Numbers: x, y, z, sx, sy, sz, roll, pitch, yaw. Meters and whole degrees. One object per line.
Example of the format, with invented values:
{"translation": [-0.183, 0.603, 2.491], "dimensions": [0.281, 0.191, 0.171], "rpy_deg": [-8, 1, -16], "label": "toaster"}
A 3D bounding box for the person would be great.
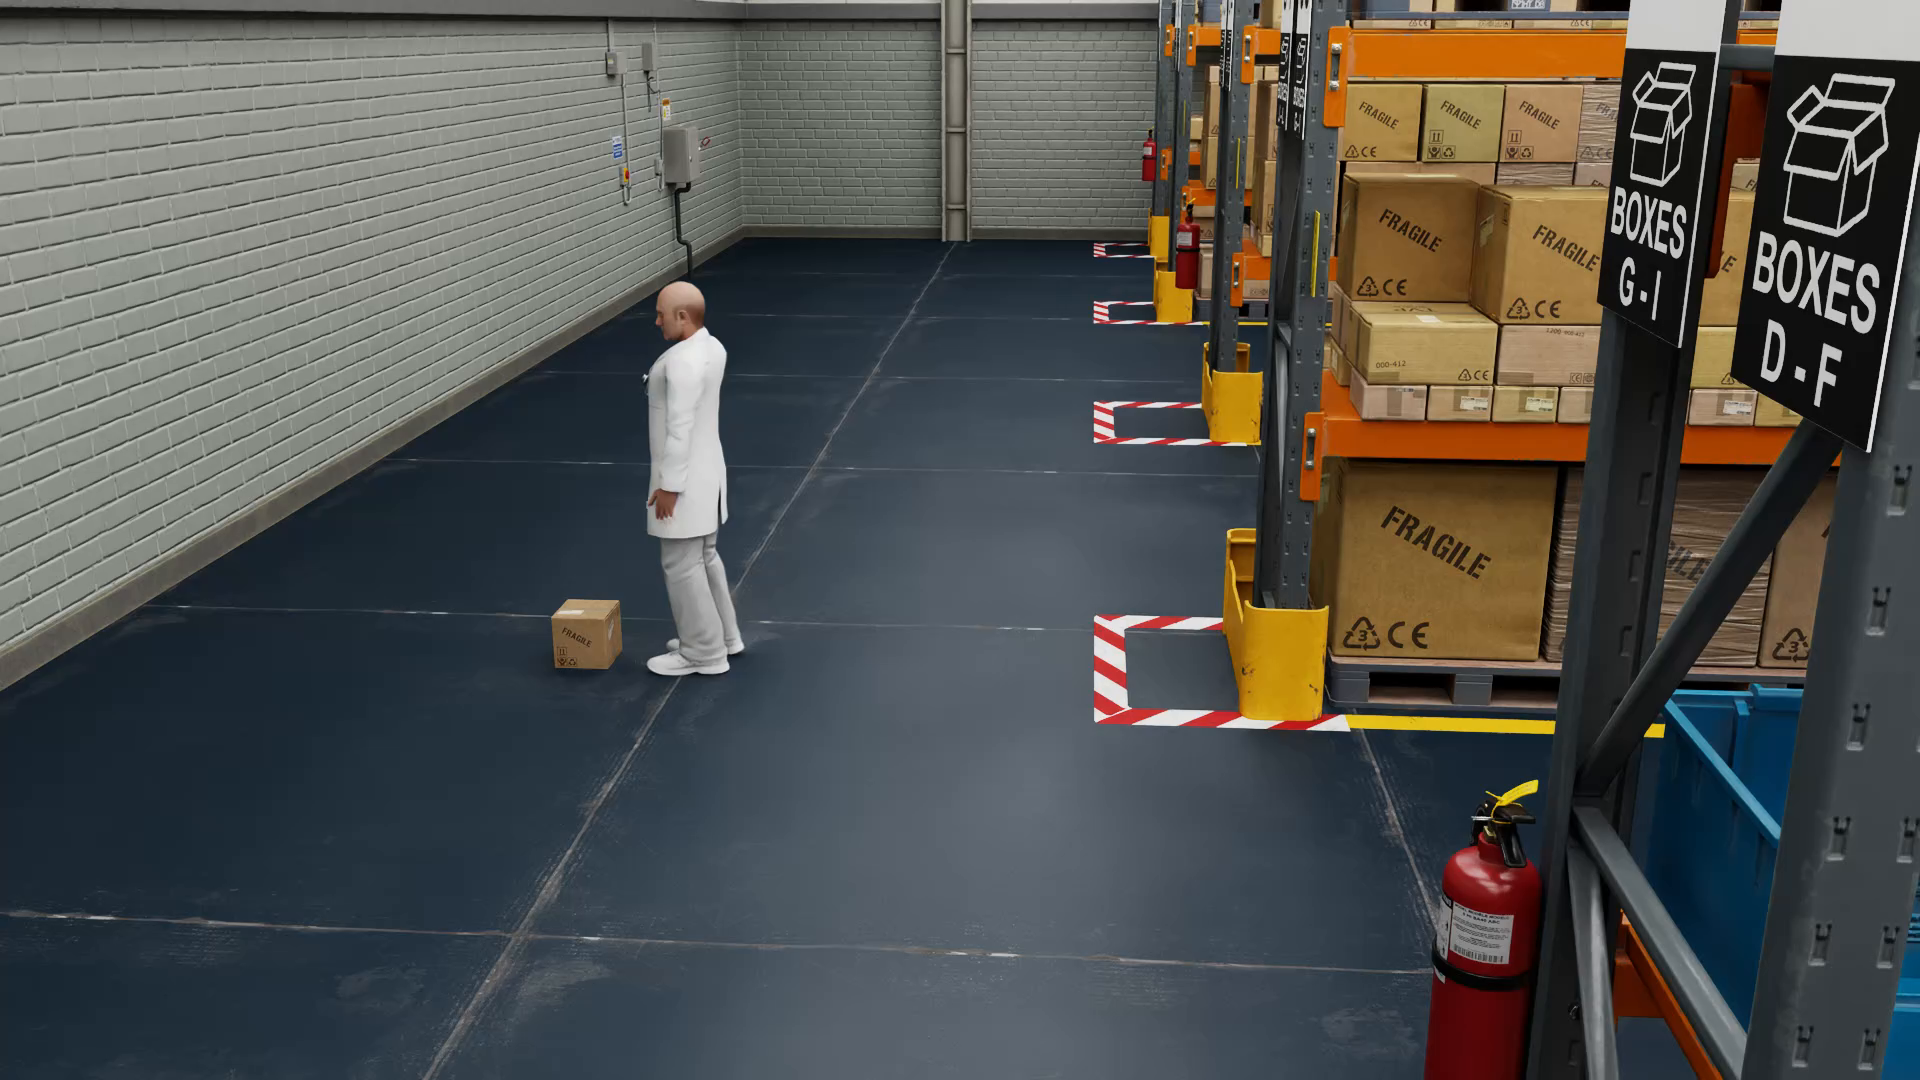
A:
{"translation": [-1.228, -0.264, 7.452], "dimensions": [0.389, 1.786, 0.563], "rpy_deg": [2, 17, 5], "label": "person"}
